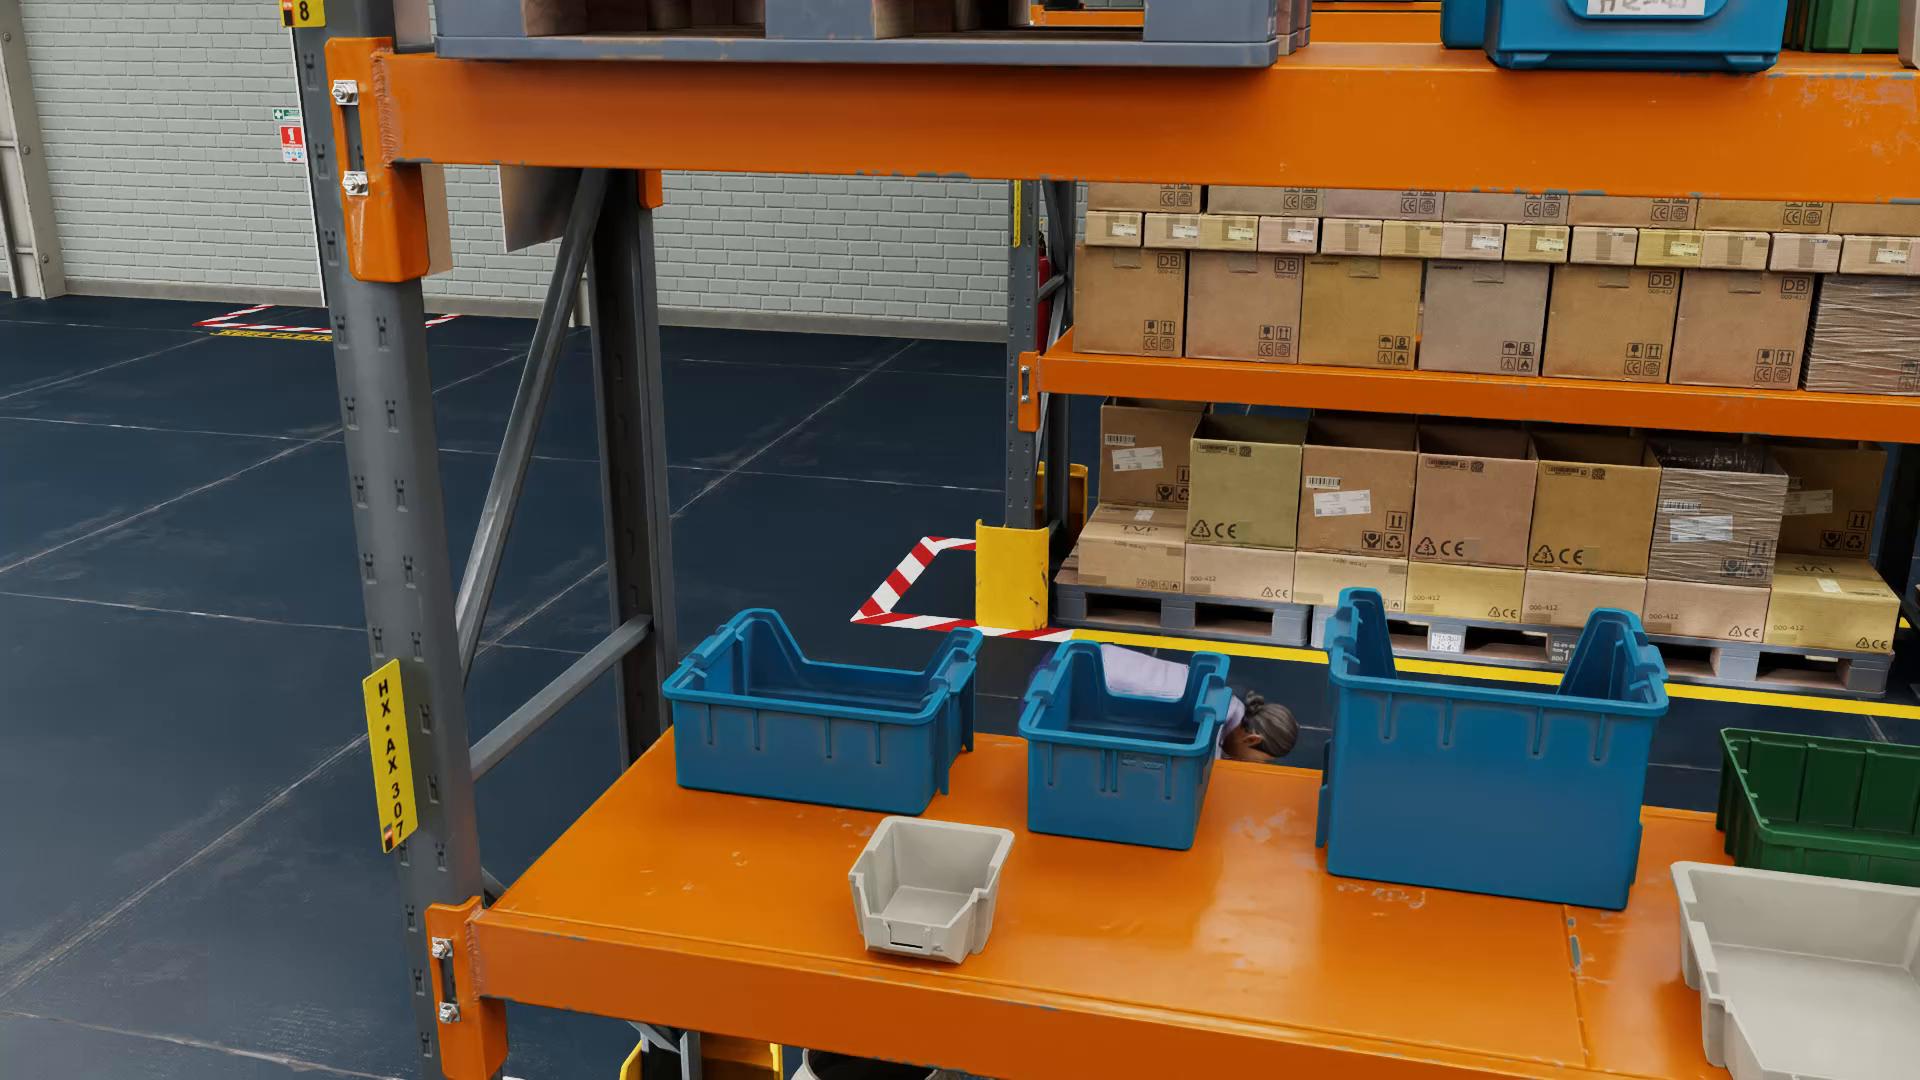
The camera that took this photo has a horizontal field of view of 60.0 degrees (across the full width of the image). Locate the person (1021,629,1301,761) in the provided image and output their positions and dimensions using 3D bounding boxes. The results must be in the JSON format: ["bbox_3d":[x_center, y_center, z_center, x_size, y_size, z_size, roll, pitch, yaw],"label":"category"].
[{"bbox_3d":[0.657,0.761,5.503,0.899,0.886,0.501,4,19,11],"label":"person"}]
